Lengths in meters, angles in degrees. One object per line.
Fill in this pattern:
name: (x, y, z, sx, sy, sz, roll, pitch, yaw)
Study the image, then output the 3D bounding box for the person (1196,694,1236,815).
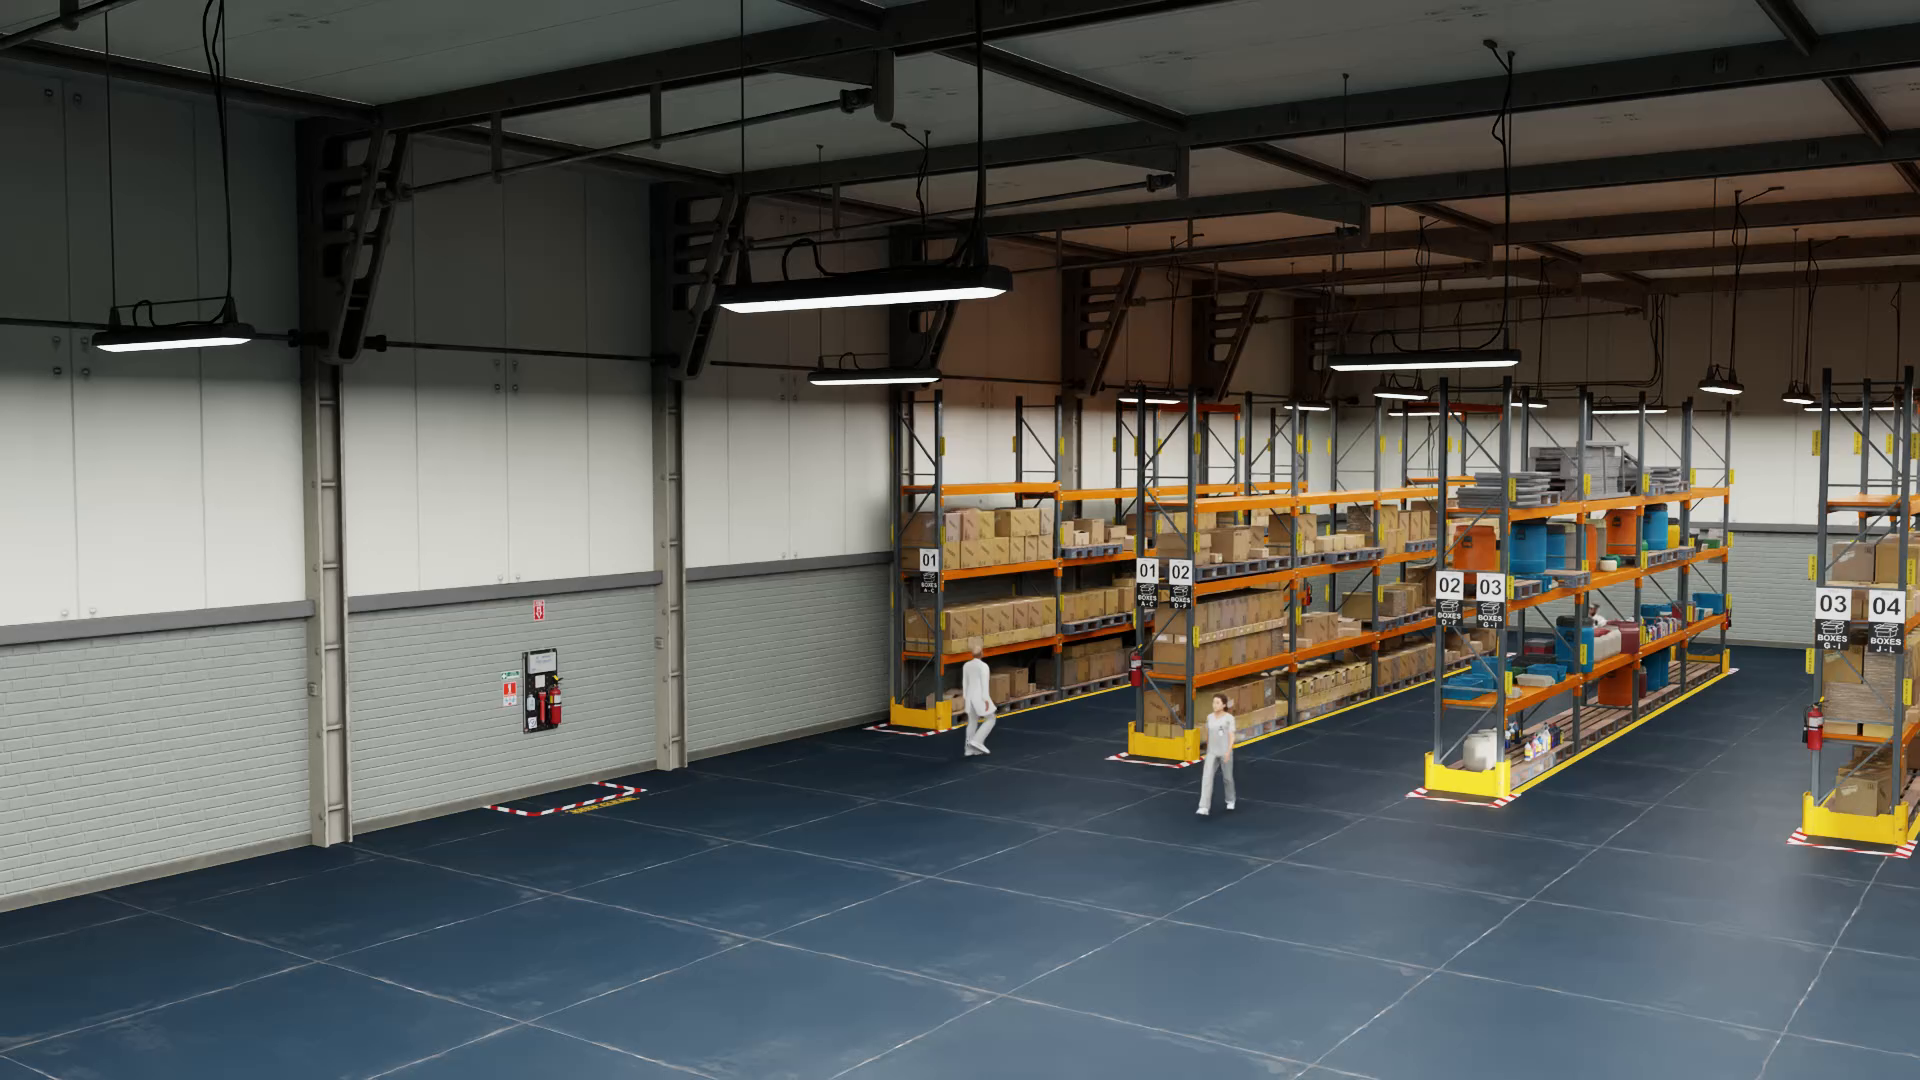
person: (3.501, 2.899, 22.536, 0.468, 1.613, 1.010, 2, 4, 29)

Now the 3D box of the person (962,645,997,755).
person: (0.280, 2.588, 26.923, 0.528, 1.767, 0.617, -3, 4, -44)

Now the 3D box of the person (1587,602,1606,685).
person: (13.287, 2.151, 34.978, 0.608, 1.705, 1.085, 3, 5, 45)
